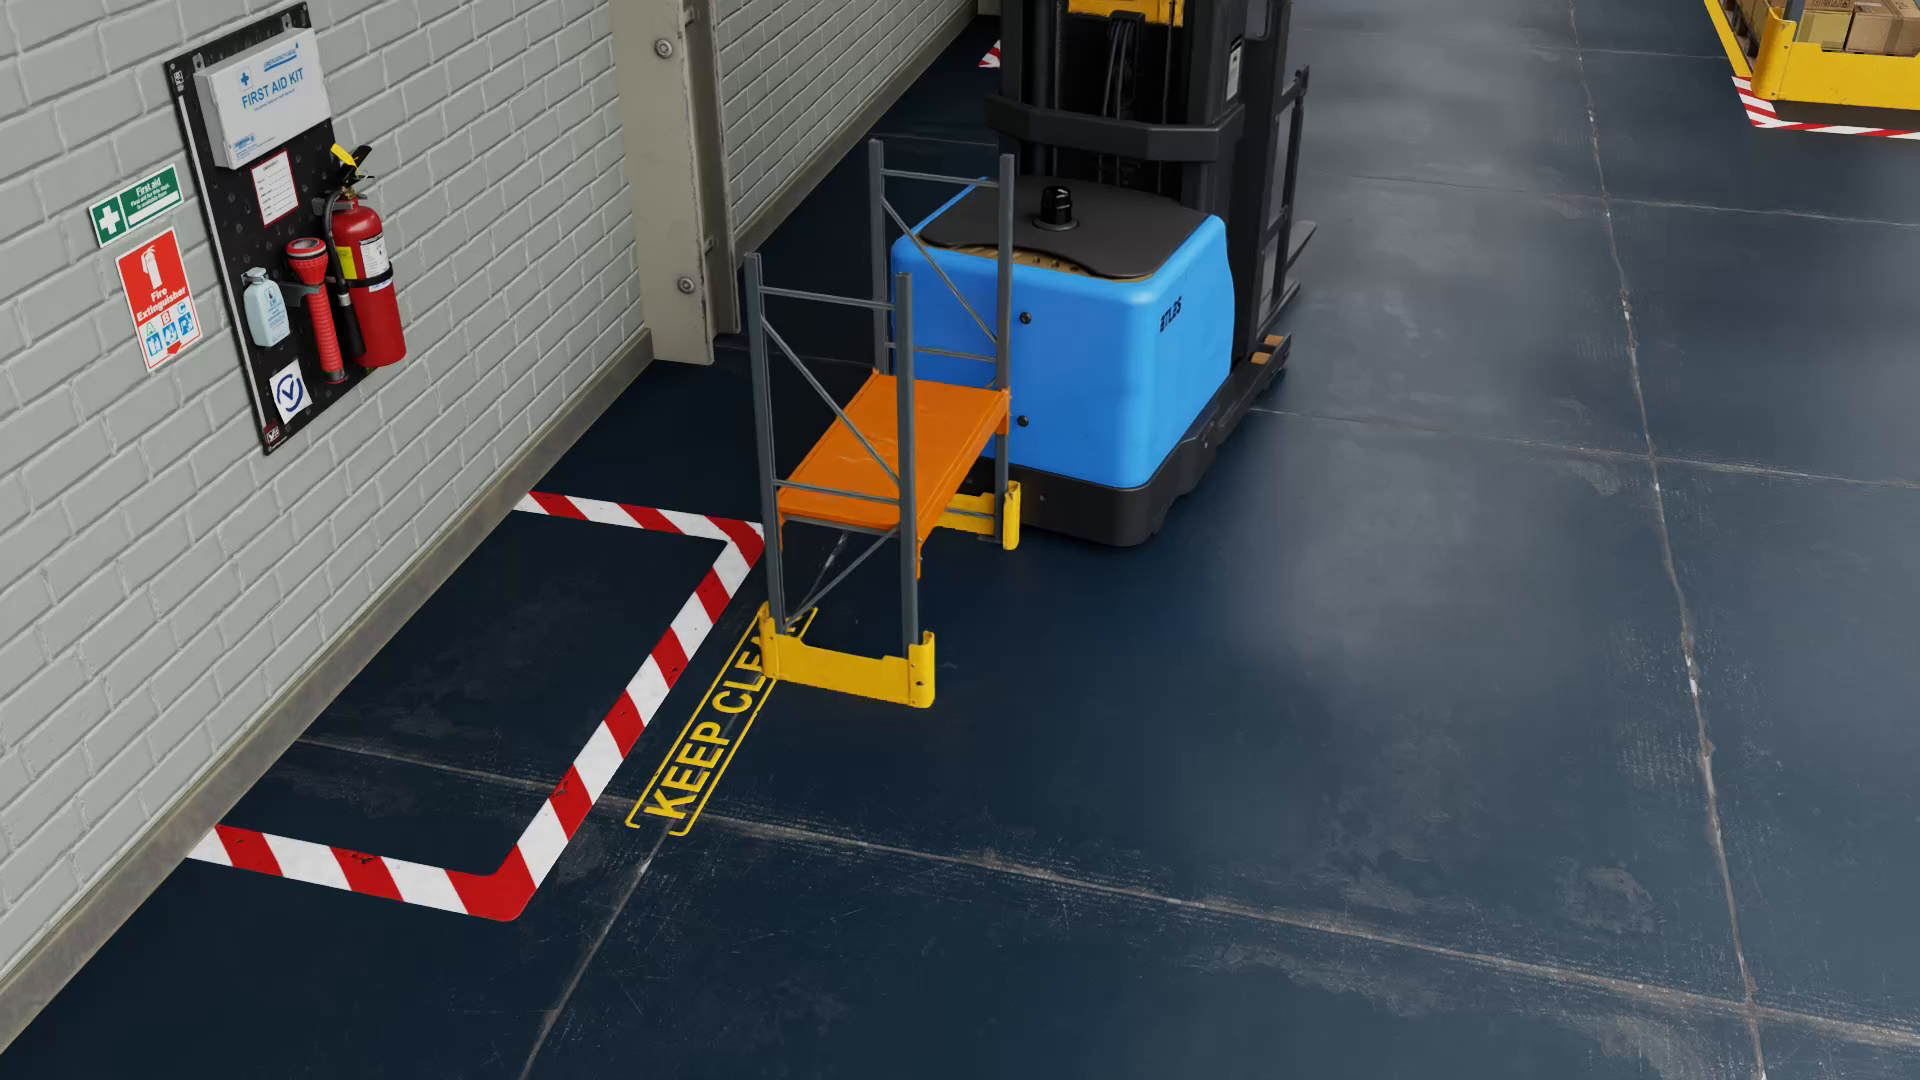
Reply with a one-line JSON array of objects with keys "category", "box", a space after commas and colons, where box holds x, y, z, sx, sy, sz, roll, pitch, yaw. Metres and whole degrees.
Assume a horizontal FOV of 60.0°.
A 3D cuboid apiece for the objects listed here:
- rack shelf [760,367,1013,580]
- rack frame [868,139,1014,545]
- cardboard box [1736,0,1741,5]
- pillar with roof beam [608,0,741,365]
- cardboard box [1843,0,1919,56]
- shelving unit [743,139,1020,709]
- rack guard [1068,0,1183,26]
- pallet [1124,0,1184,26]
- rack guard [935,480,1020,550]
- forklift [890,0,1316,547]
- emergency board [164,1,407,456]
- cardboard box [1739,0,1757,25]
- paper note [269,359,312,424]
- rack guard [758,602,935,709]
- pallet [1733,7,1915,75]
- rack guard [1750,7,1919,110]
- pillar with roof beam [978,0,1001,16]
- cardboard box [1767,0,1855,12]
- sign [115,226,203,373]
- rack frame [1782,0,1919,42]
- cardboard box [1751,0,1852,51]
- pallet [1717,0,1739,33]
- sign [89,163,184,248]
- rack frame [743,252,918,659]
[{"category": "rack shelf", "box": [-0.220, -0.250, 5.580, 0.538, 0.185, 1.000, 10, 34, 15]}, {"category": "rack frame", "box": [-0.065, -0.661, 5.892, 0.500, 1.500, 0.032, 10, 34, 15]}, {"category": "cardboard box", "box": [5.840, -3.992, 11.905, 0.500, 0.250, 0.500, 8, 33, 12]}, {"category": "pillar with roof beam", "box": [2.939, -4.121, 4.345, 9.100, 9.000, 0.400, 8, 33, 12]}, {"category": "cardboard box", "box": [6.101, -3.401, 10.975, 0.500, 0.250, 0.500, 8, 33, 12]}, {"category": "shelving unit", "box": [-0.217, -0.406, 5.491, 0.587, 1.500, 1.083, 10, 34, 15]}, {"category": "rack guard", "box": [0.976, -3.793, 11.750, 1.175, 0.500, 0.348, 8, 33, 12]}, {"category": "pallet", "box": [1.217, -4.088, 12.483, 1.003, 0.211, 1.213, 8, 33, 12]}, {"category": "rack guard", "box": [-0.065, -0.133, 6.227, 0.587, 0.250, 0.087, 10, 34, 15]}, {"category": "forklift", "box": [0.826, -1.986, 6.642, 1.130, 2.935, 3.031, 14, 35, 21]}, {"category": "emergency board", "box": [-1.889, -0.898, 4.867, 0.194, 1.169, 0.643, 8, 33, 12]}, {"category": "cardboard box", "box": [5.715, -3.732, 11.496, 0.500, 0.250, 0.500, 8, 33, 12]}, {"category": "paper note", "box": [-2.000, -0.444, 4.974, 0.016, 0.148, 0.142, 8, 33, 12]}, {"category": "rack guard", "box": [-0.369, 0.375, 5.426, 0.587, 0.250, 0.087, 10, 34, 15]}, {"category": "pallet", "box": [5.903, -3.361, 11.341, 1.003, 0.211, 1.213, 8, 33, 12]}, {"category": "rack guard", "box": [5.743, -3.068, 10.611, 1.175, 0.500, 0.348, 8, 33, 12]}, {"category": "pillar with roof beam", "box": [4.462, -7.235, 9.243, 9.100, 9.000, 0.400, 8, 33, 12]}, {"category": "cardboard box", "box": [5.598, -3.788, 10.885, 0.500, 0.500, 0.500, 8, 33, 12]}, {"category": "sign", "box": [-2.129, -0.641, 4.428, 0.001, 0.329, 0.234, 8, 33, 12]}, {"category": "rack frame", "box": [5.750, -4.136, 9.959, 1.000, 3.000, 0.127, 8, 33, 12]}, {"category": "cardboard box", "box": [5.600, -3.471, 11.086, 0.500, 0.250, 0.500, 8, 33, 12]}, {"category": "pallet", "box": [6.215, -3.993, 12.334, 1.003, 0.211, 1.213, 8, 33, 12]}, {"category": "sign", "box": [-2.119, -0.865, 4.288, 0.001, 0.109, 0.331, 8, 33, 12]}, {"category": "rack frame", "box": [-0.375, -0.142, 5.075, 0.500, 1.500, 0.032, 10, 34, 15]}]
